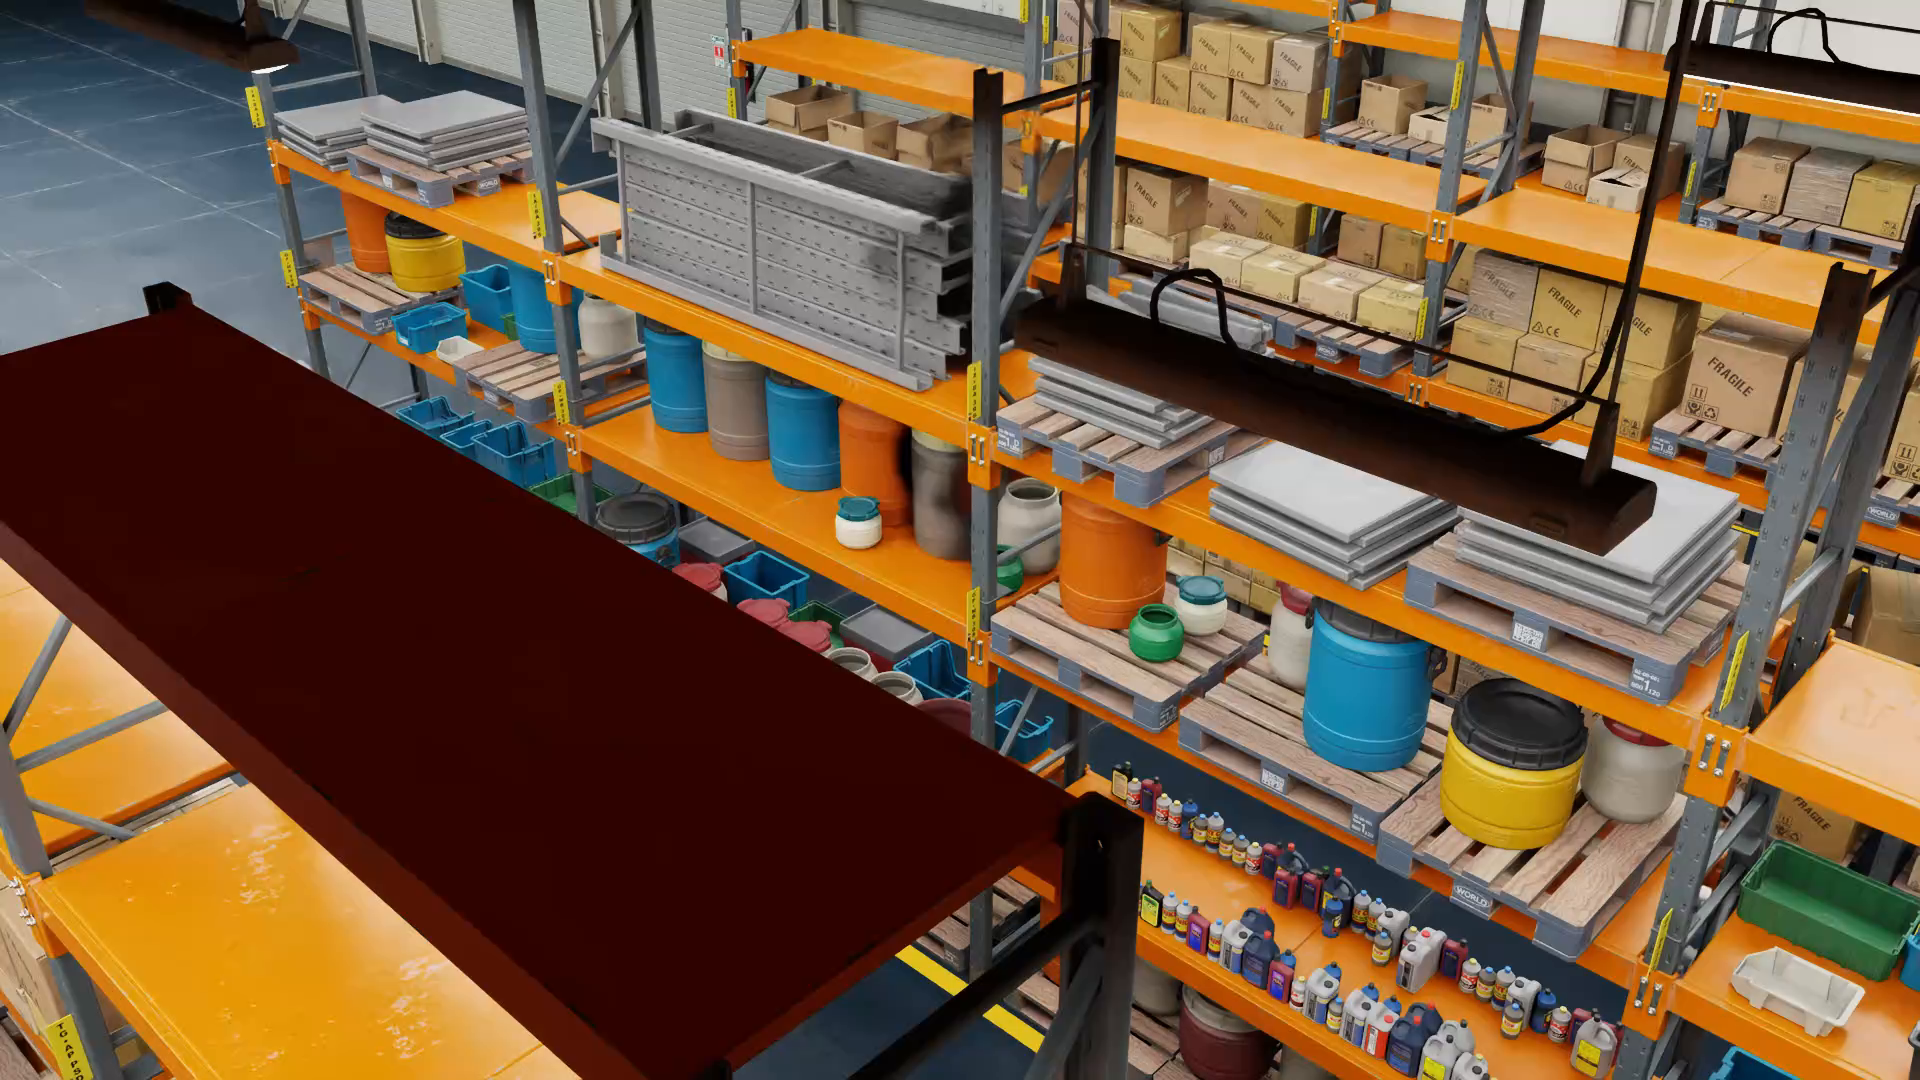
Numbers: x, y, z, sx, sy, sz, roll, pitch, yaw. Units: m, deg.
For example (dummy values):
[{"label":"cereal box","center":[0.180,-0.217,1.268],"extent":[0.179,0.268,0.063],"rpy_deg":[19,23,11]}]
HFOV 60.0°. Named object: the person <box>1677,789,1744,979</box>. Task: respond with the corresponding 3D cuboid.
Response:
[{"label":"person","center":[4.732,2.252,10.555],"extent":[0.567,1.647,0.591],"rpy_deg":[18,34,29]}]
